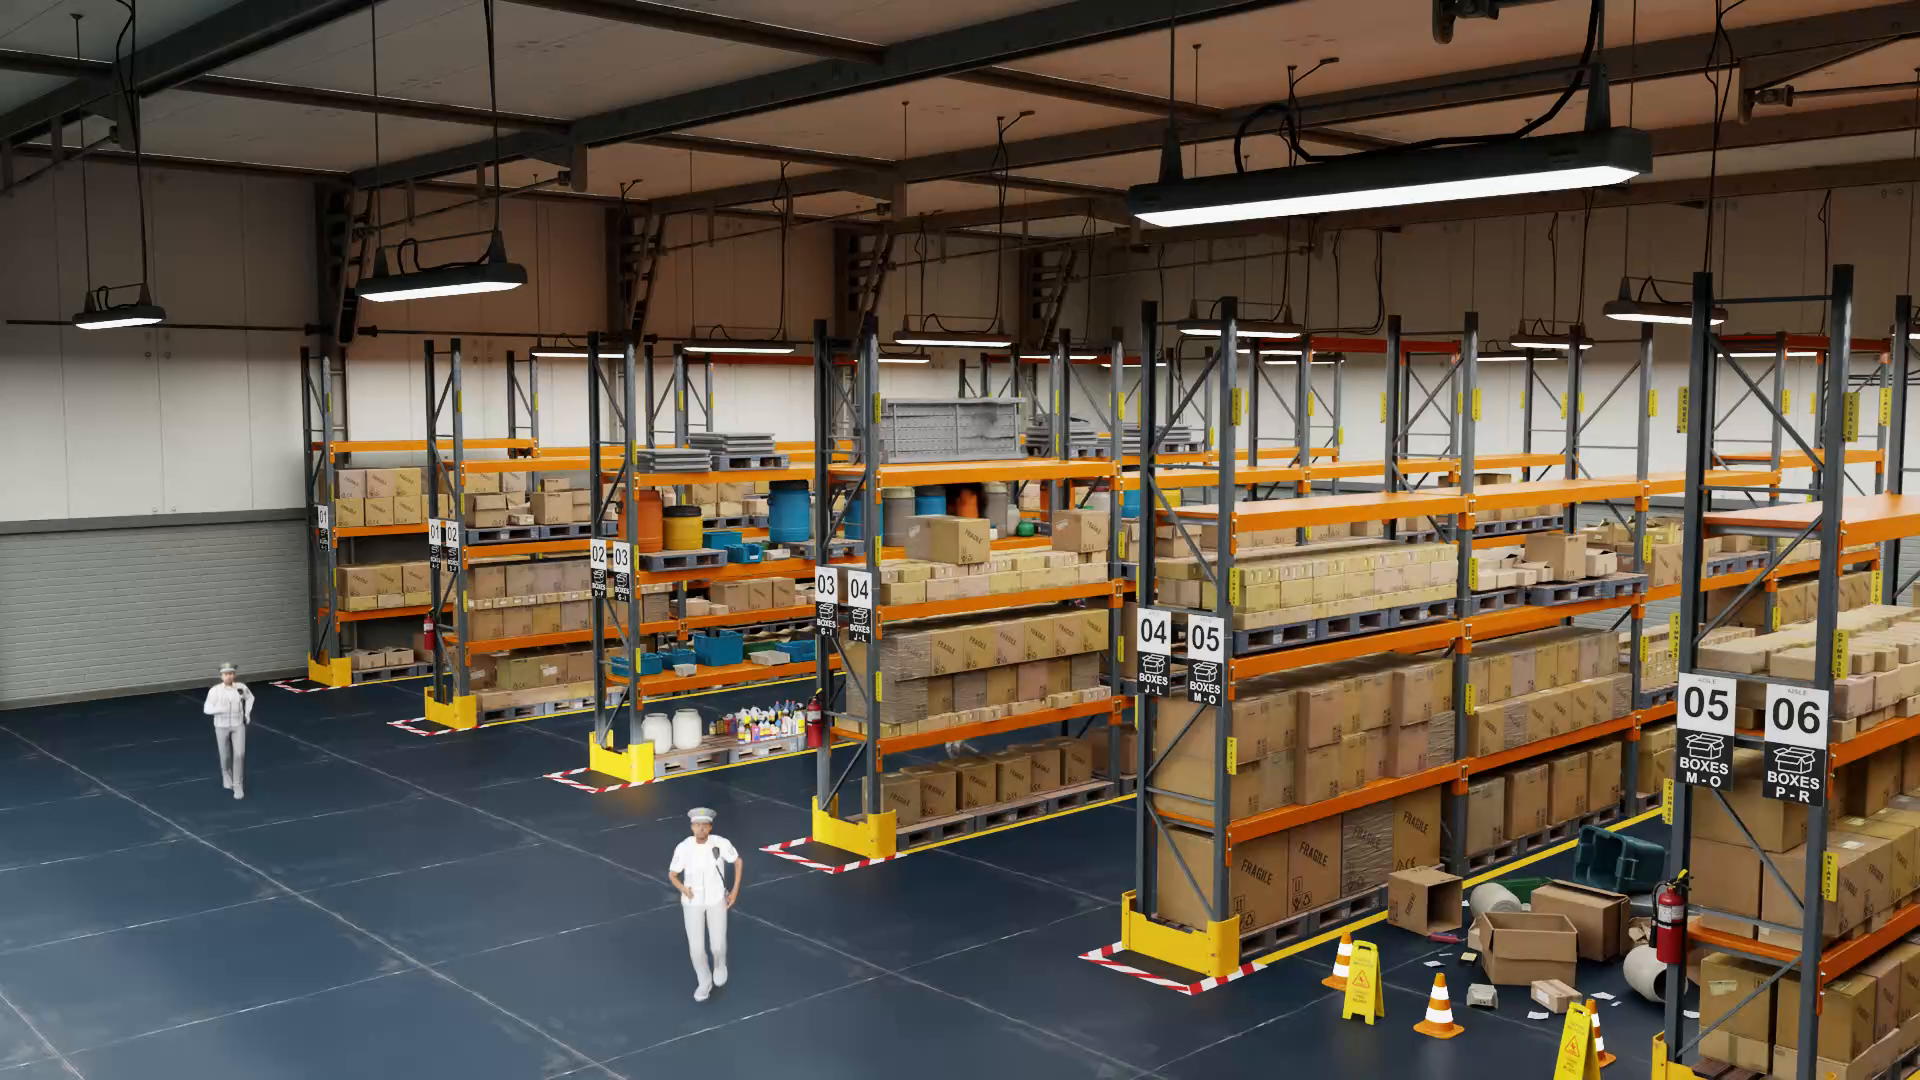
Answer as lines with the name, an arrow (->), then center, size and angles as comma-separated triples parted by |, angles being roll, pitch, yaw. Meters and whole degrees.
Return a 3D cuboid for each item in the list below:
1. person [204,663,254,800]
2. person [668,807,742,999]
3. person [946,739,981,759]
person -> -9.377, 2.417, 21.372 | 0.605, 1.713, 0.854 | -2, 6, -26
person -> -2.164, 3.092, 14.117 | 0.624, 1.671, 0.537 | -1, 5, -6
person -> -0.006, 2.398, 22.226 | 0.561, 1.620, 0.531 | 4, 7, 40
